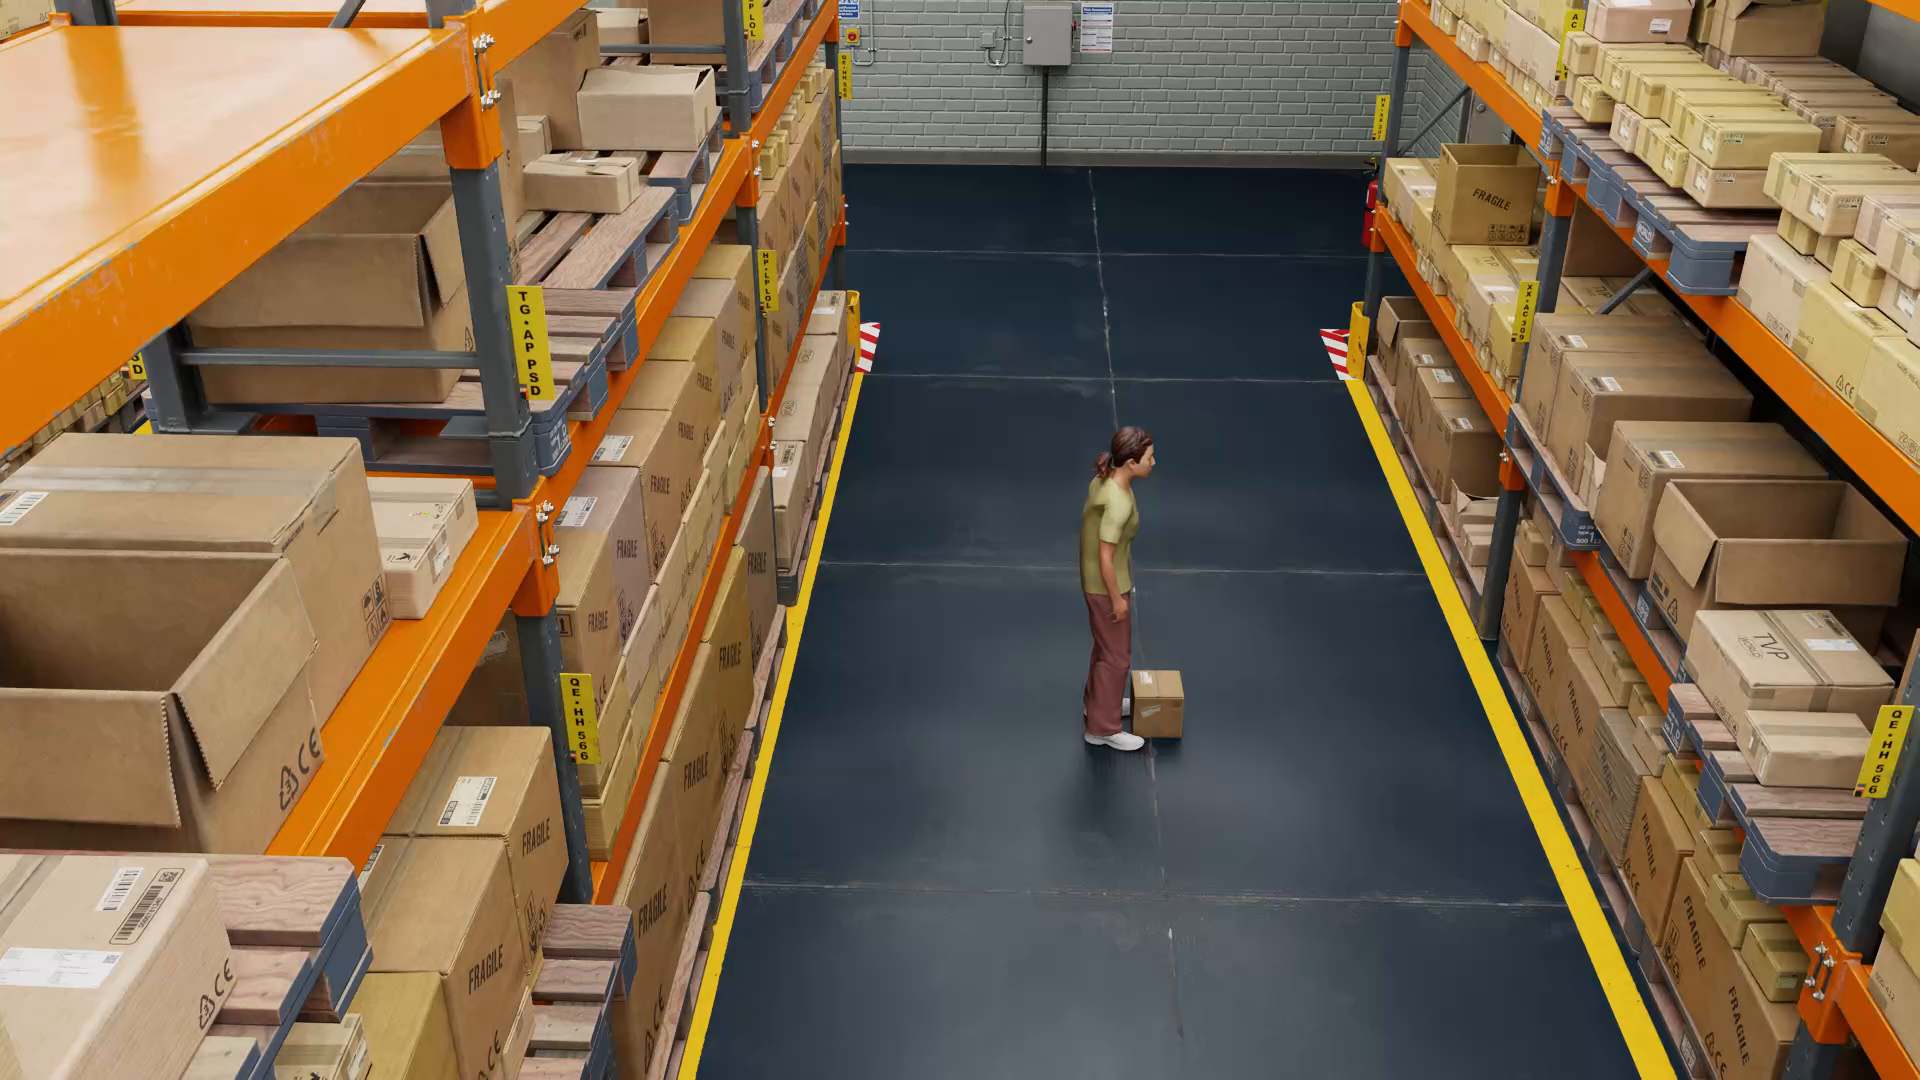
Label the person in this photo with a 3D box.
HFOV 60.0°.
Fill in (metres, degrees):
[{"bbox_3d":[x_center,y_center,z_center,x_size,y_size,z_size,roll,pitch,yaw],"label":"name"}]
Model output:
[{"bbox_3d":[0.766,0.226,8.224,0.360,1.650,0.499,1,28,2],"label":"person"}]
